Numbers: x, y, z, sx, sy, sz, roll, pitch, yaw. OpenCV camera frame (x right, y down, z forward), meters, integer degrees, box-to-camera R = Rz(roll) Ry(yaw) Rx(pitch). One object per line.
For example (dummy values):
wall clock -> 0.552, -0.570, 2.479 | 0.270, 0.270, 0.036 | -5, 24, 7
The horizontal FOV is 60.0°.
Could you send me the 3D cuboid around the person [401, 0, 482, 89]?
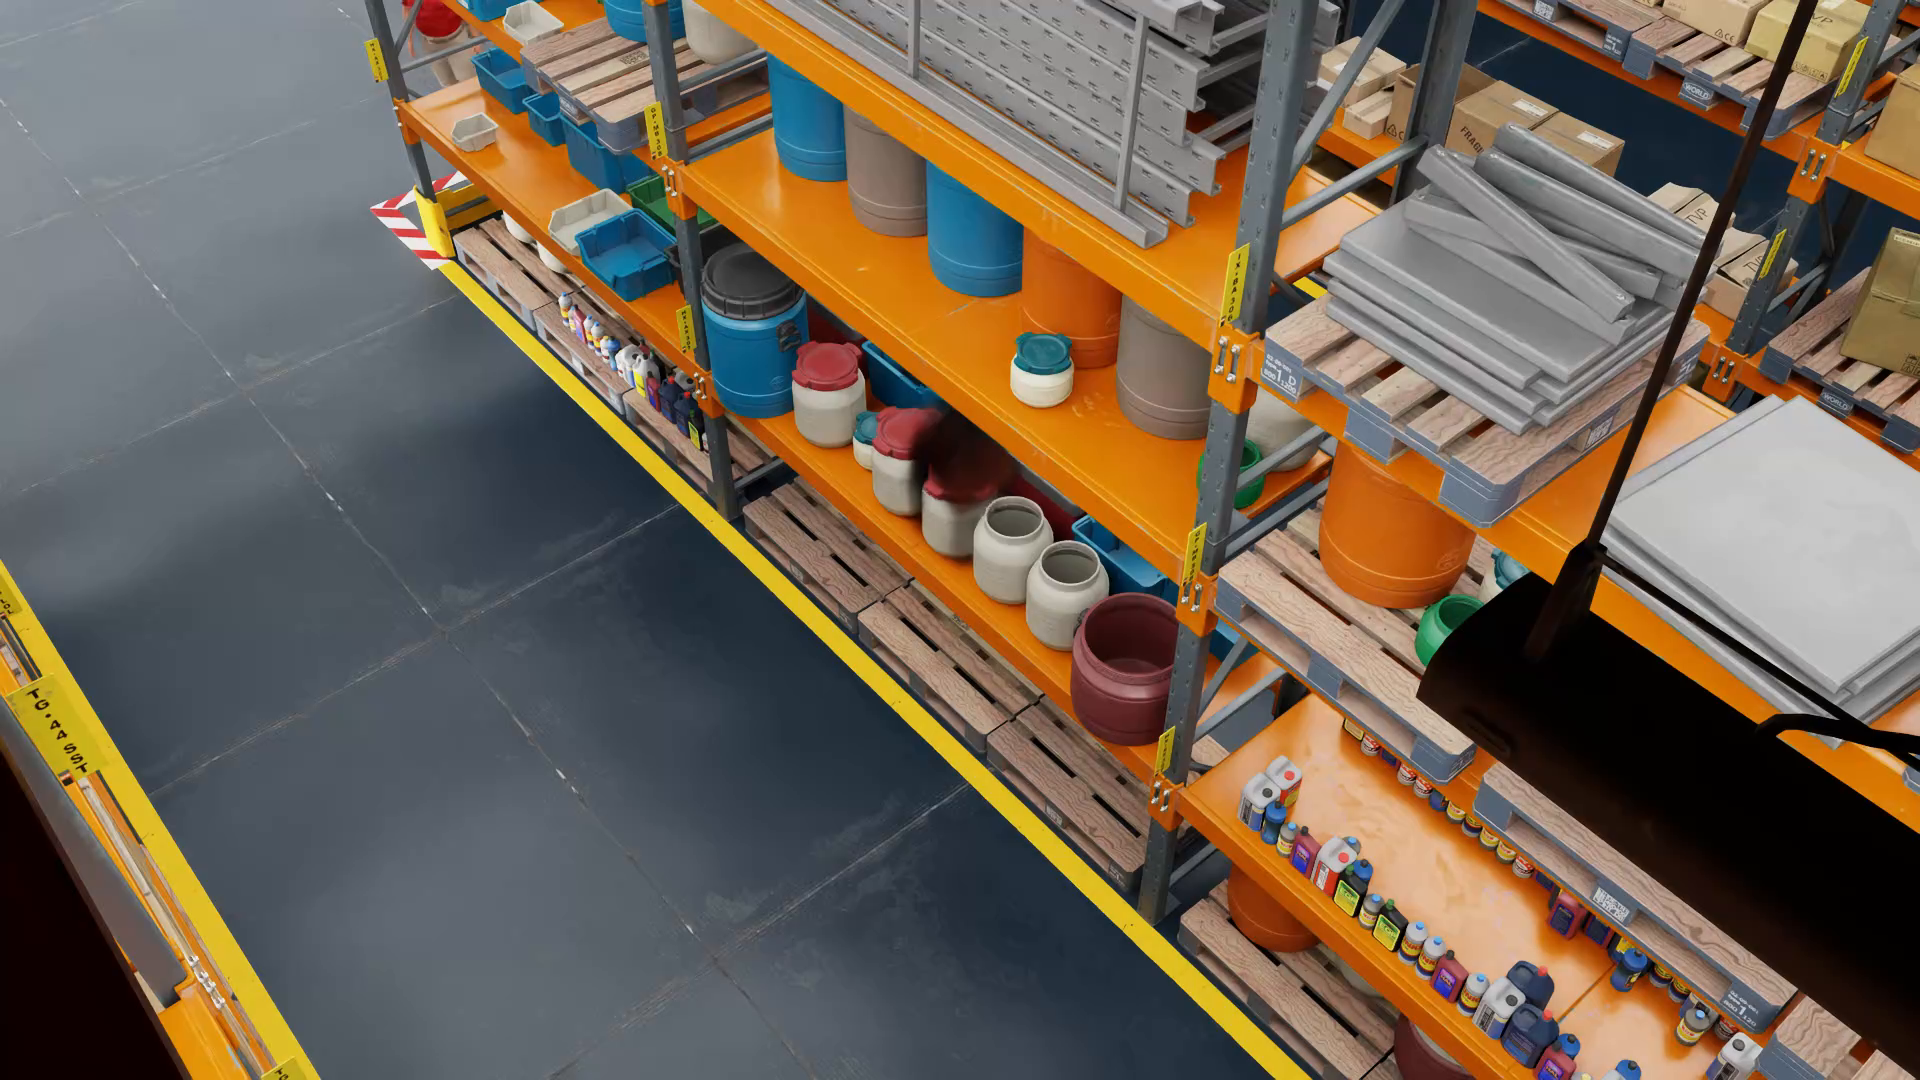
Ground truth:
person -> -4.249, -4.052, 13.659 | 0.638, 1.746, 0.498 | 11, 48, 10
